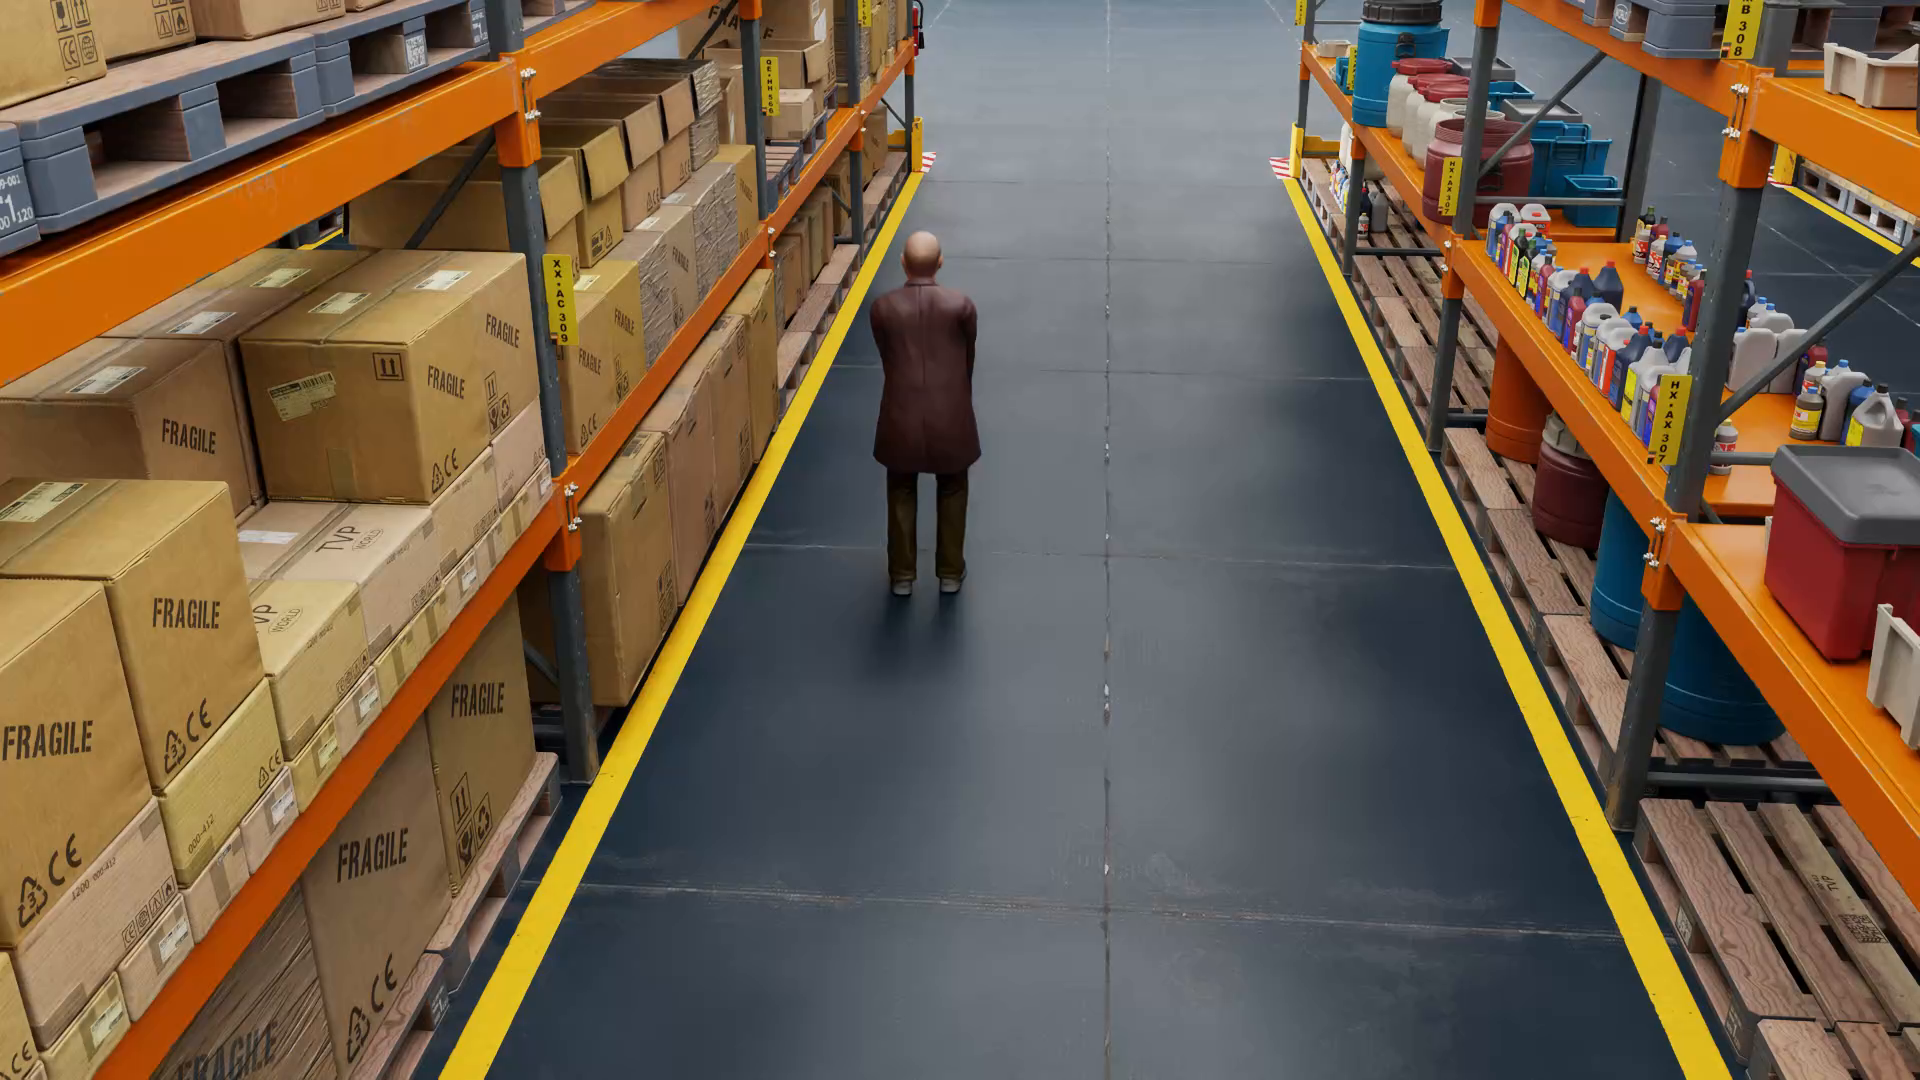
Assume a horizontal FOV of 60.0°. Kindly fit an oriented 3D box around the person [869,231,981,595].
[{"bbox_3d":[-0.157,-0.622,8.014,0.526,1.778,0.566,1,24,3],"label":"person"}]
